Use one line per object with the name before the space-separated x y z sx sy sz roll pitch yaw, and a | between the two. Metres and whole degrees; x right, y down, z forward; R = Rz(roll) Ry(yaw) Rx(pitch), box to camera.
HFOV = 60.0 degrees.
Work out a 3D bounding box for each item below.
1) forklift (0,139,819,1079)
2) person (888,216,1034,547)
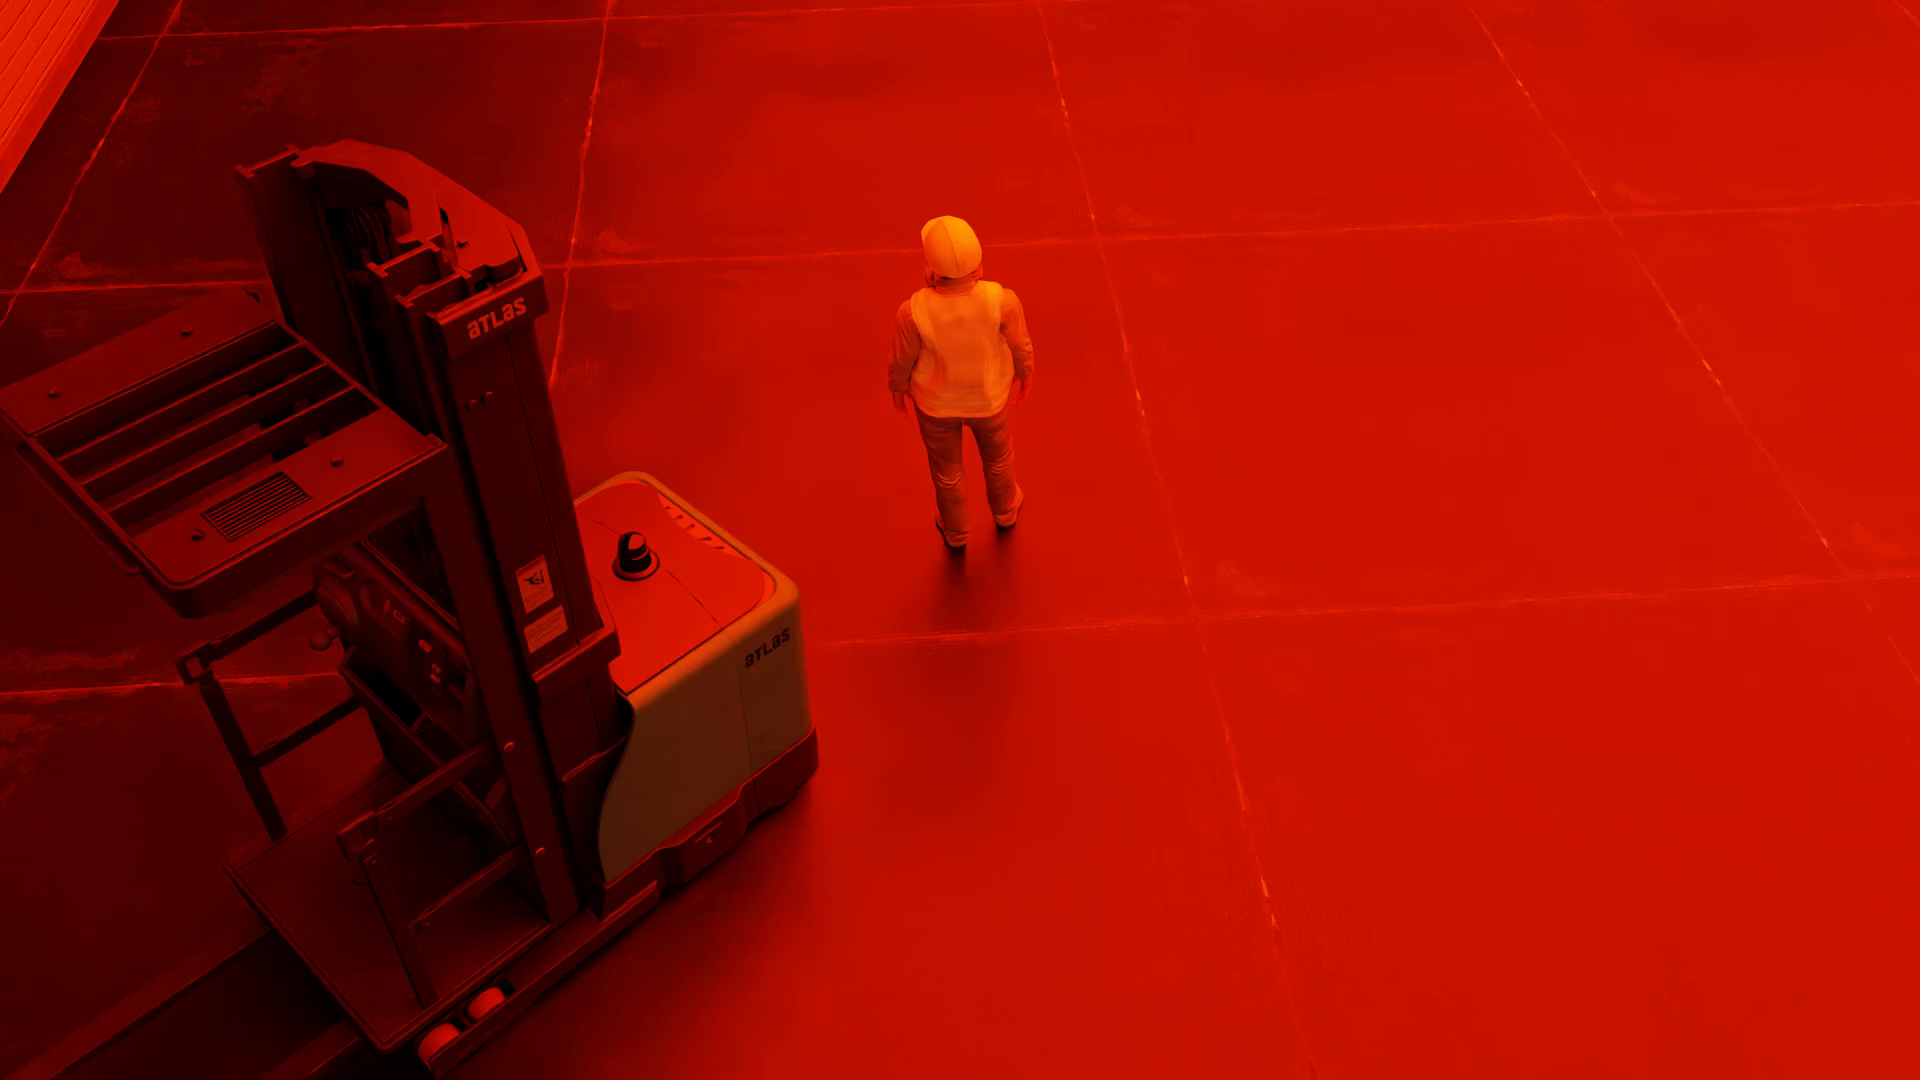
forklift | -1.954 0.384 5.210 1.130 2.935 3.031 34 53 30
person | 0.003 -0.689 7.157 0.632 1.773 0.568 -3 44 -3
